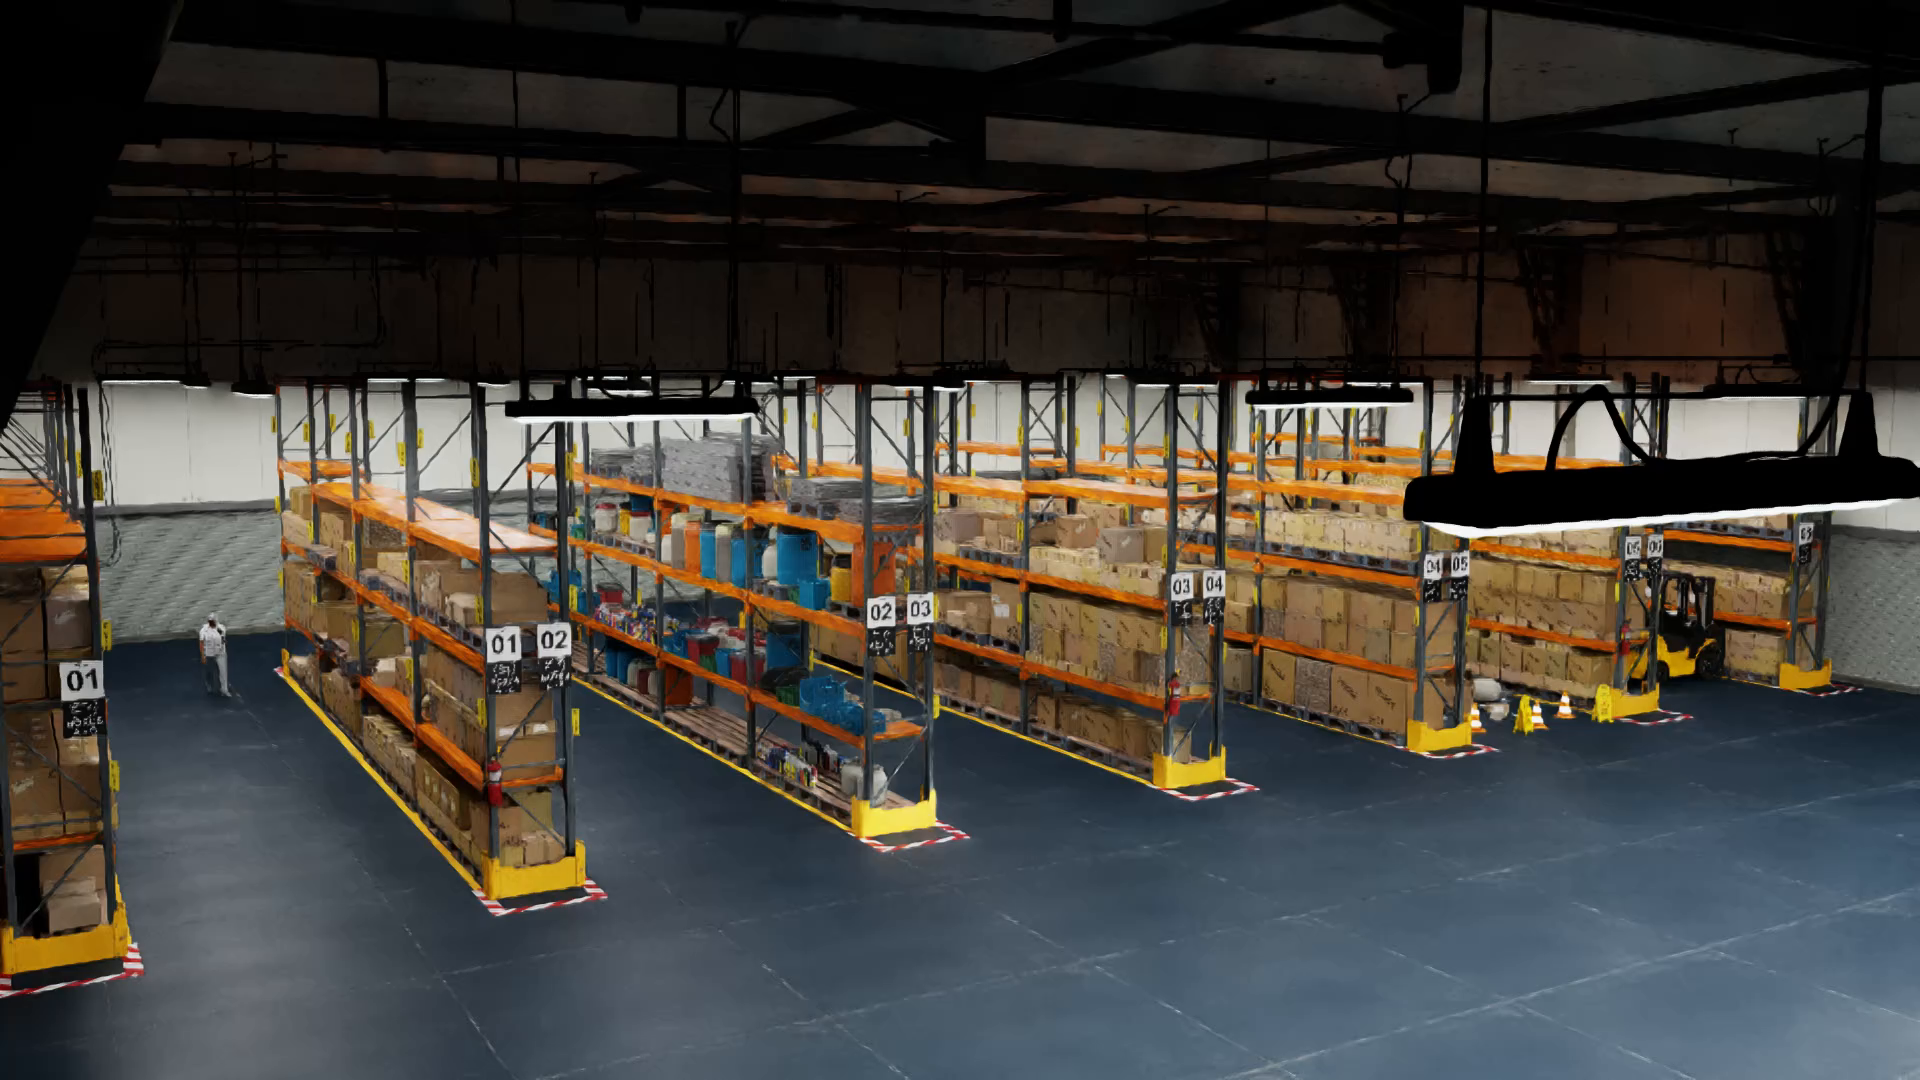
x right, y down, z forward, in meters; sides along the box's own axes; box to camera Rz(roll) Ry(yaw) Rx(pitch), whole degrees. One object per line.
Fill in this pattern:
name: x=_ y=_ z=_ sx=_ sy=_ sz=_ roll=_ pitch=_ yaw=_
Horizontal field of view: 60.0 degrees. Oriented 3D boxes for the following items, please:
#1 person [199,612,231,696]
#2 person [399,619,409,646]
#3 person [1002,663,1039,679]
person: x=-14.002 y=2.119 z=31.214 sx=0.497 sy=1.583 sz=1.090 roll=-3 pitch=7 yaw=-28
person: x=-11.536 y=1.757 z=34.089 sx=0.682 sy=1.715 sz=0.536 roll=-4 pitch=8 yaw=-34
person: x=1.173 y=1.979 z=32.124 sx=0.536 sy=1.656 sz=1.036 roll=-5 pitch=8 yaw=-38
